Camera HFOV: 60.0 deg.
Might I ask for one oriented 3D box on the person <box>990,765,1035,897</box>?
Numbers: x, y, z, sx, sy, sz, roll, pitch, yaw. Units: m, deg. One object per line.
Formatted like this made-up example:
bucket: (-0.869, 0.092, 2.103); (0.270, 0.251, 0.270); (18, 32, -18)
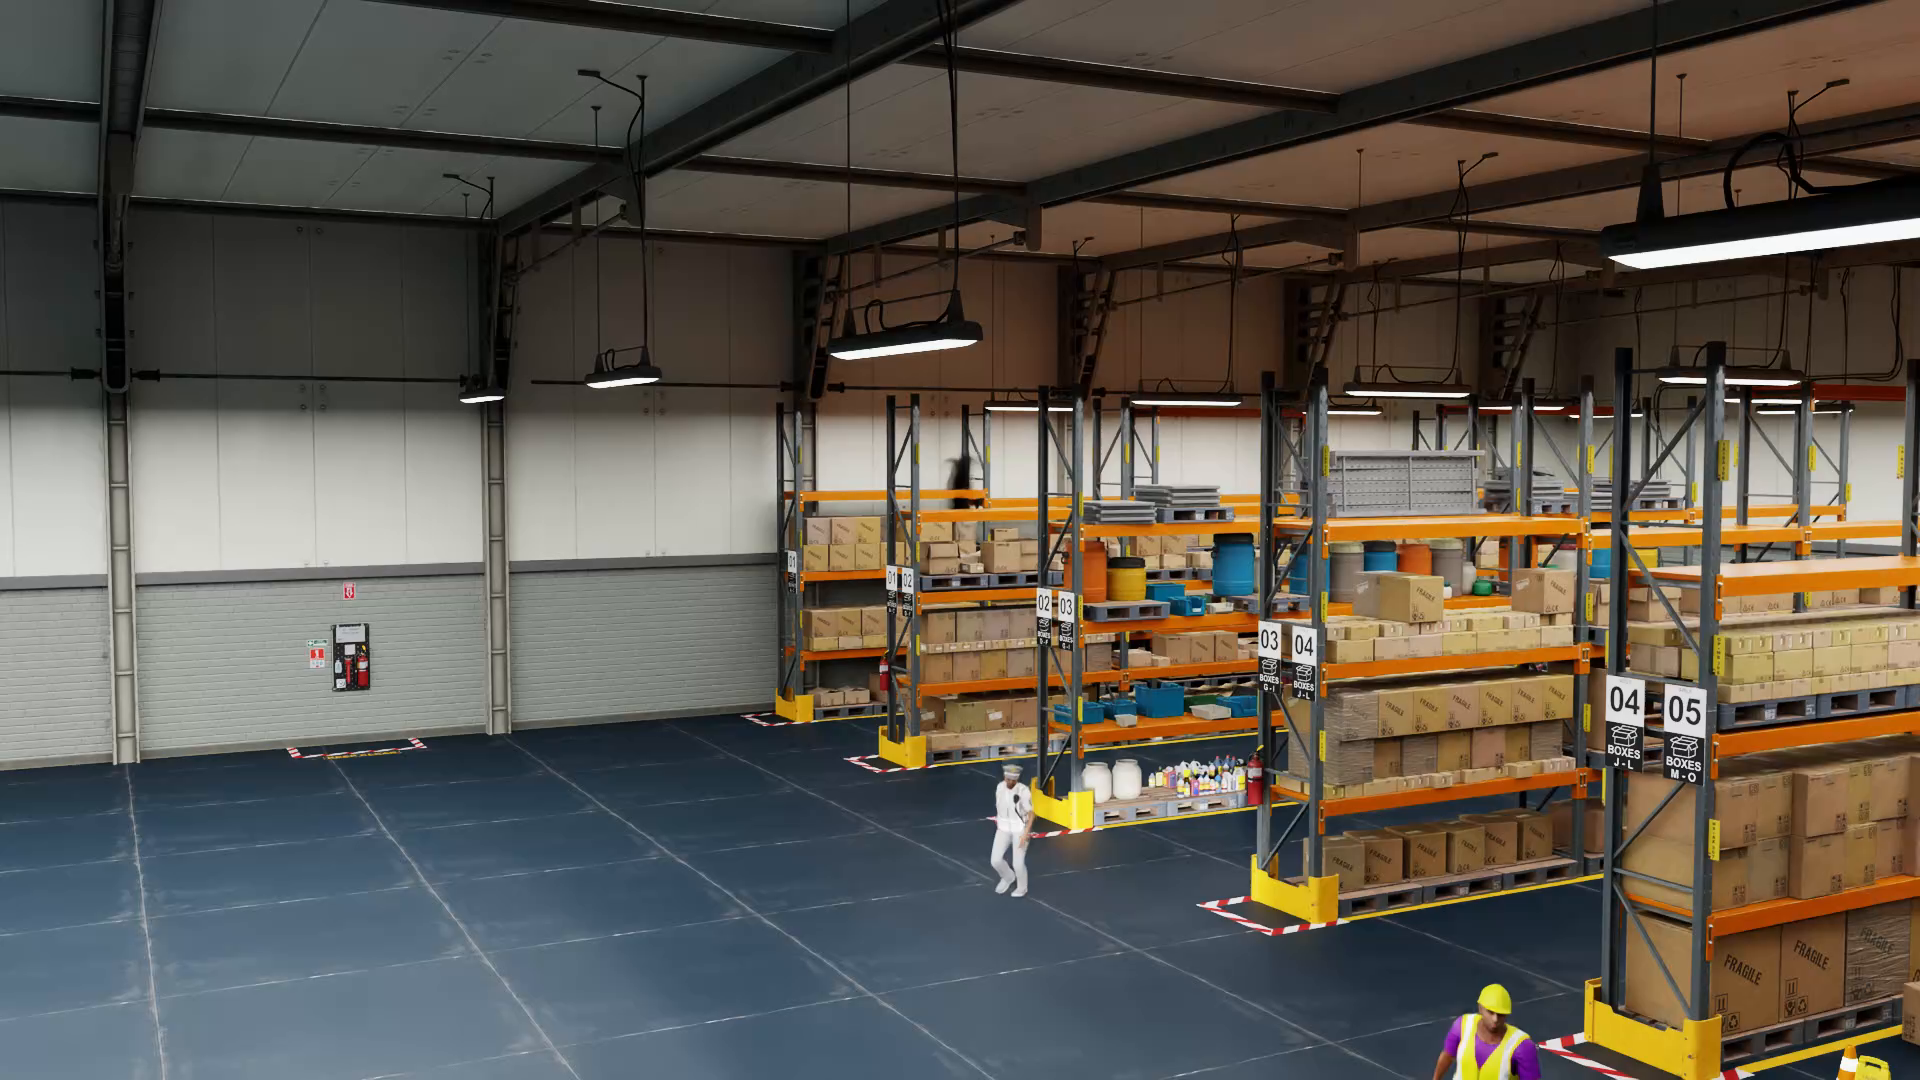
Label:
person: (0.611, 3.297, 18.844); (0.551, 1.568, 0.647); (1, 4, 24)

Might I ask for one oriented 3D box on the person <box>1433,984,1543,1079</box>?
person: (3.445, 3.694, 10.915); (0.782, 1.706, 0.733); (2, 4, 31)
